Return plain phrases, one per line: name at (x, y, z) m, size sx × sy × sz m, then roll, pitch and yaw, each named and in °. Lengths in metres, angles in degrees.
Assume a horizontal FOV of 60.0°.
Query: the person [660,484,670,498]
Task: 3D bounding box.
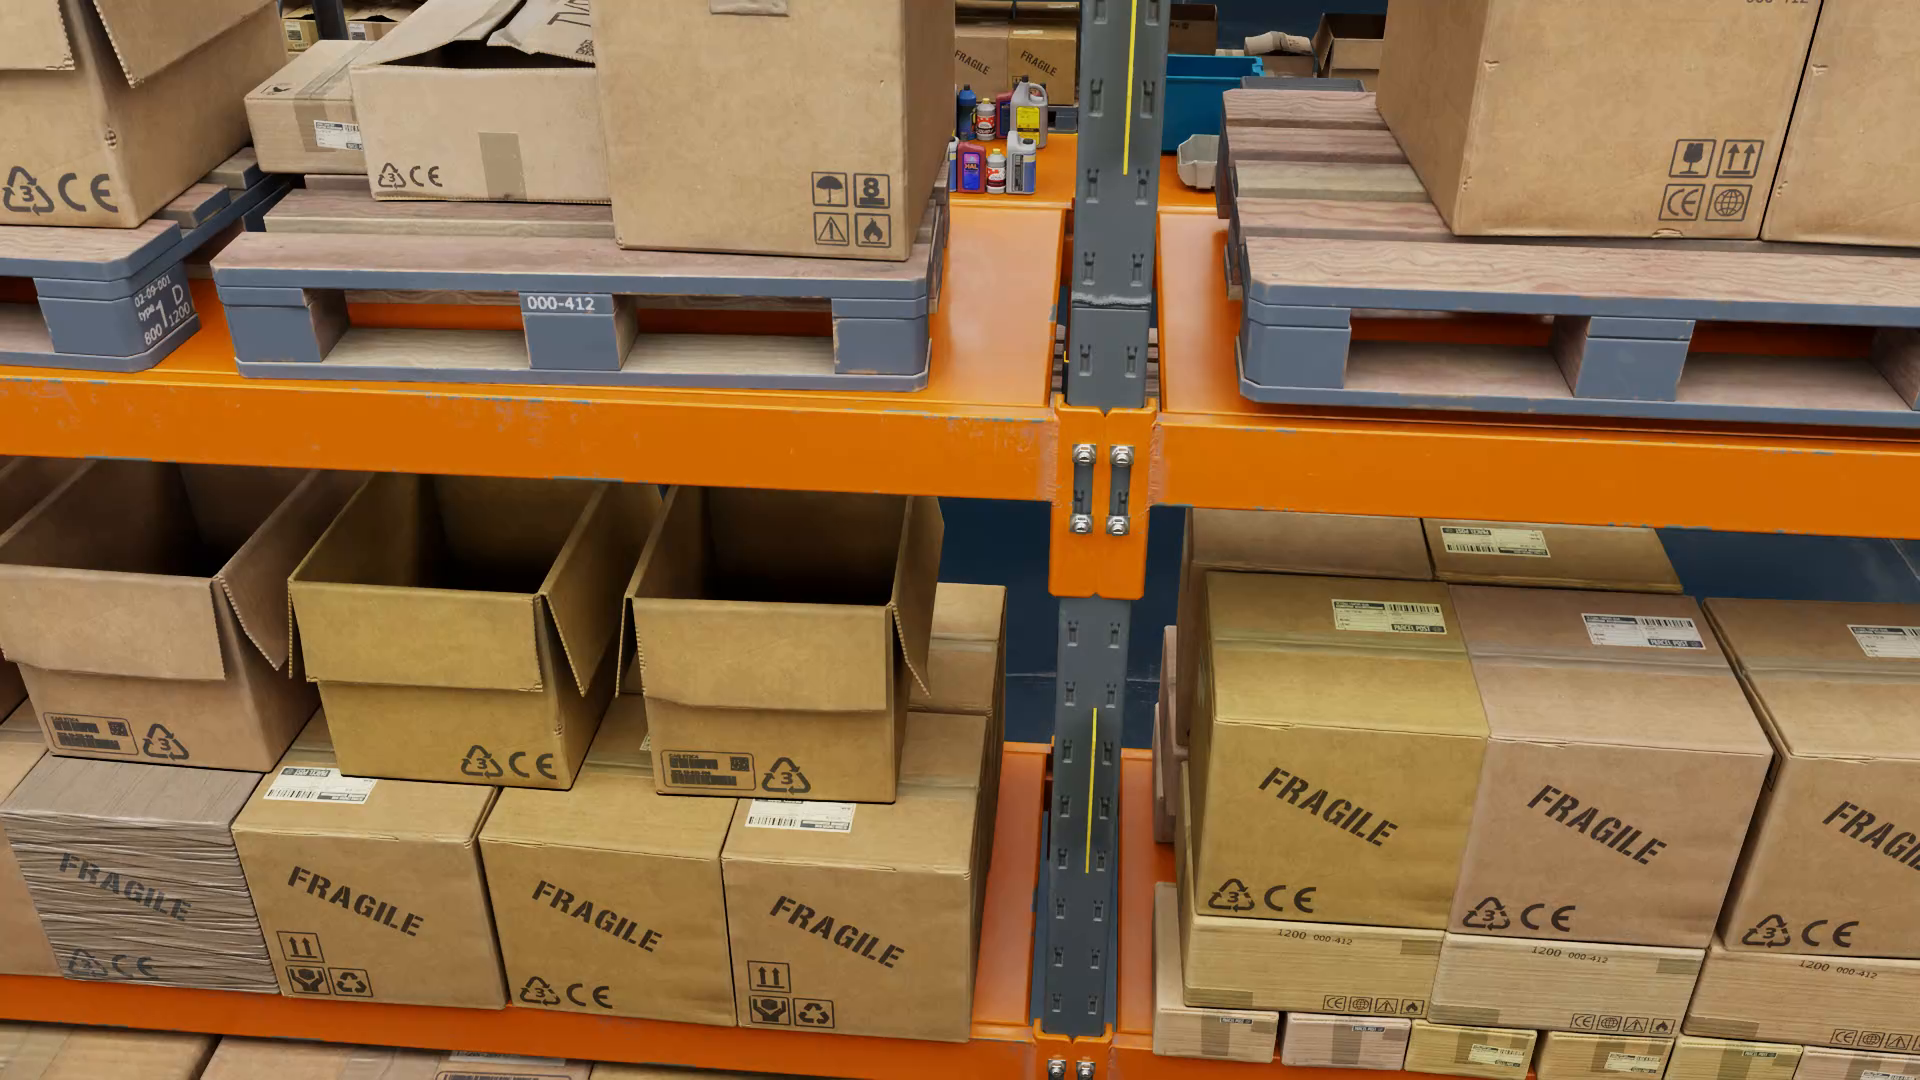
person at (-1.072, -0.433, 6.830) m, size 0.518 × 1.654 × 0.352 m, roll 2°, pitch 32°, yaw 3°
